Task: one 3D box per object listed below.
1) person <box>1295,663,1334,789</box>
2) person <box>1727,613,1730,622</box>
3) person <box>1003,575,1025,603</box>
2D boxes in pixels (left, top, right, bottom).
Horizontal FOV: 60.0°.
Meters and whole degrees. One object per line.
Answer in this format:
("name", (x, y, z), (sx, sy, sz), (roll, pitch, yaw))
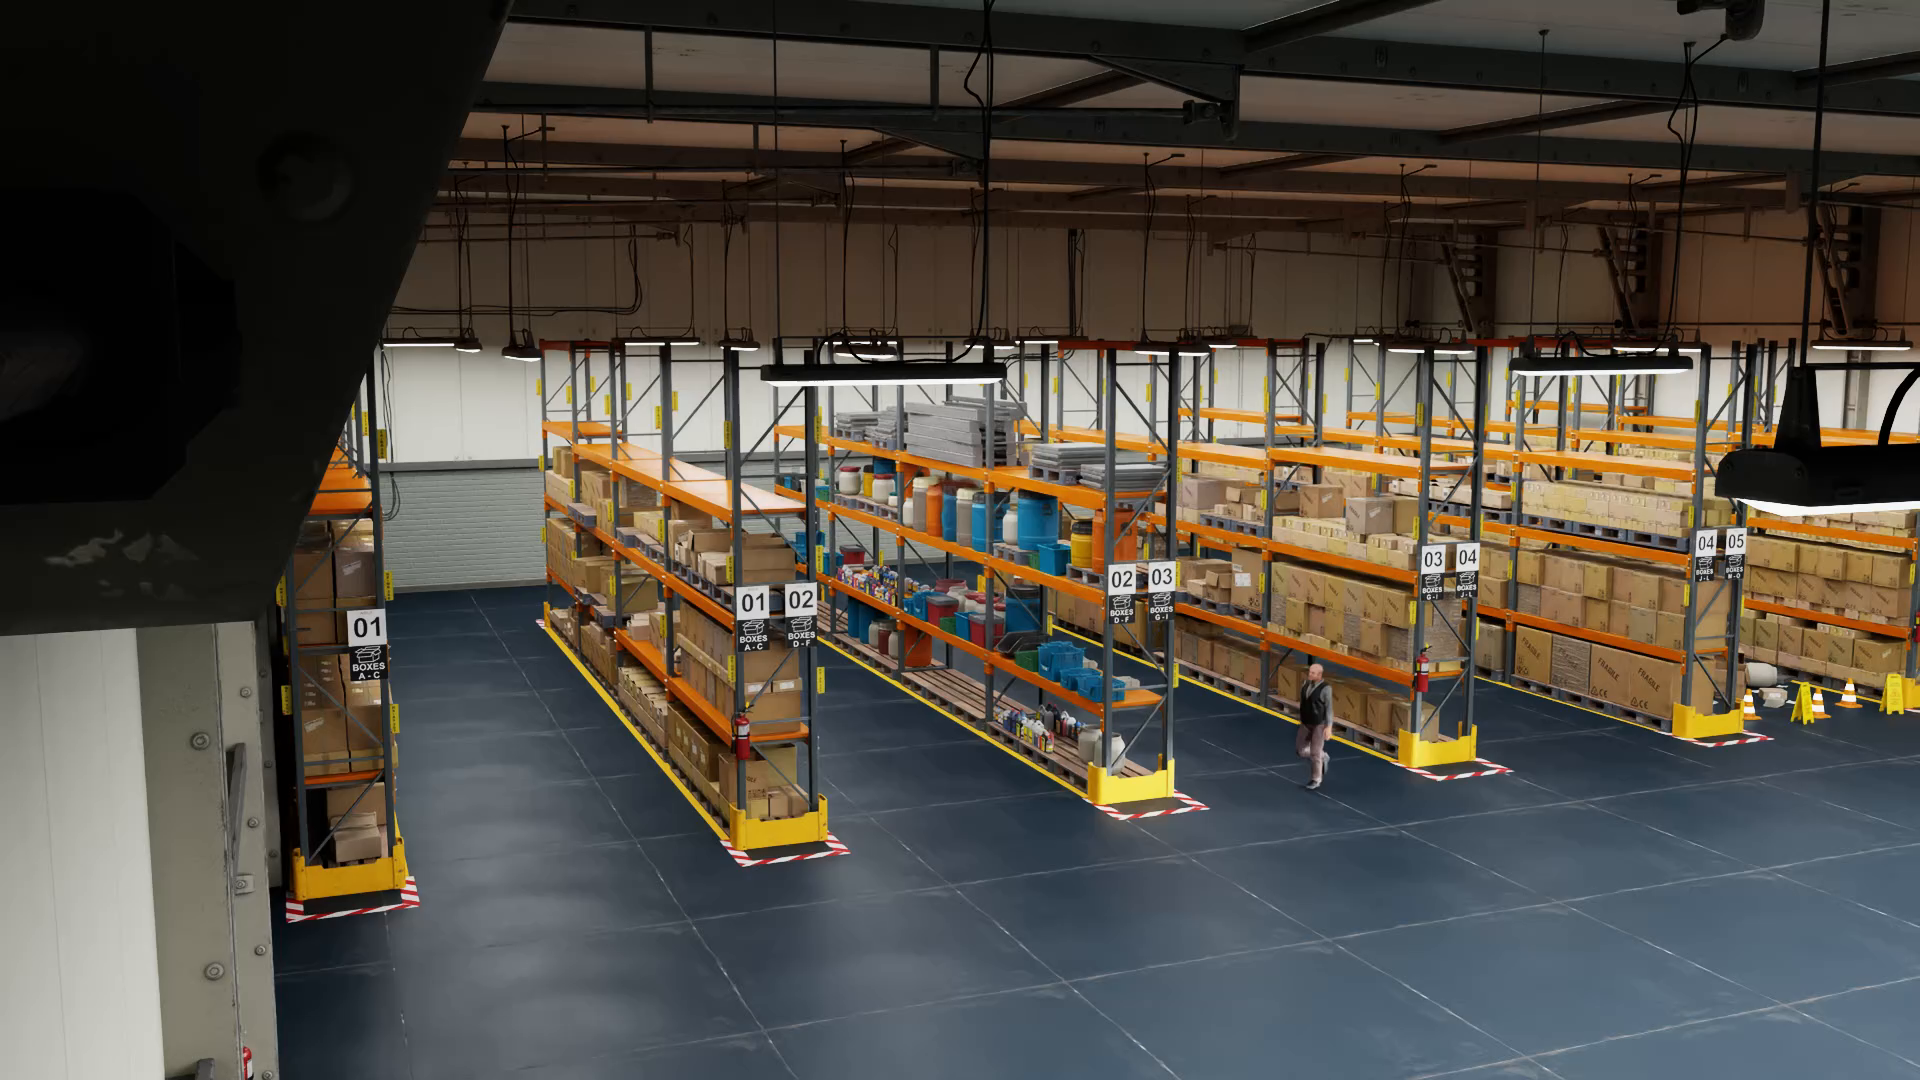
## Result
("person", (4.905, 2.523, 22.775), (0.627, 1.710, 0.592), (-5, 9, -33))
("person", (15.576, 1.133, 33.704), (0.462, 1.714, 0.475), (-6, 9, -37))
("person", (1.130, 1.381, 29.833), (0.551, 1.627, 0.987), (-5, 9, -34))
